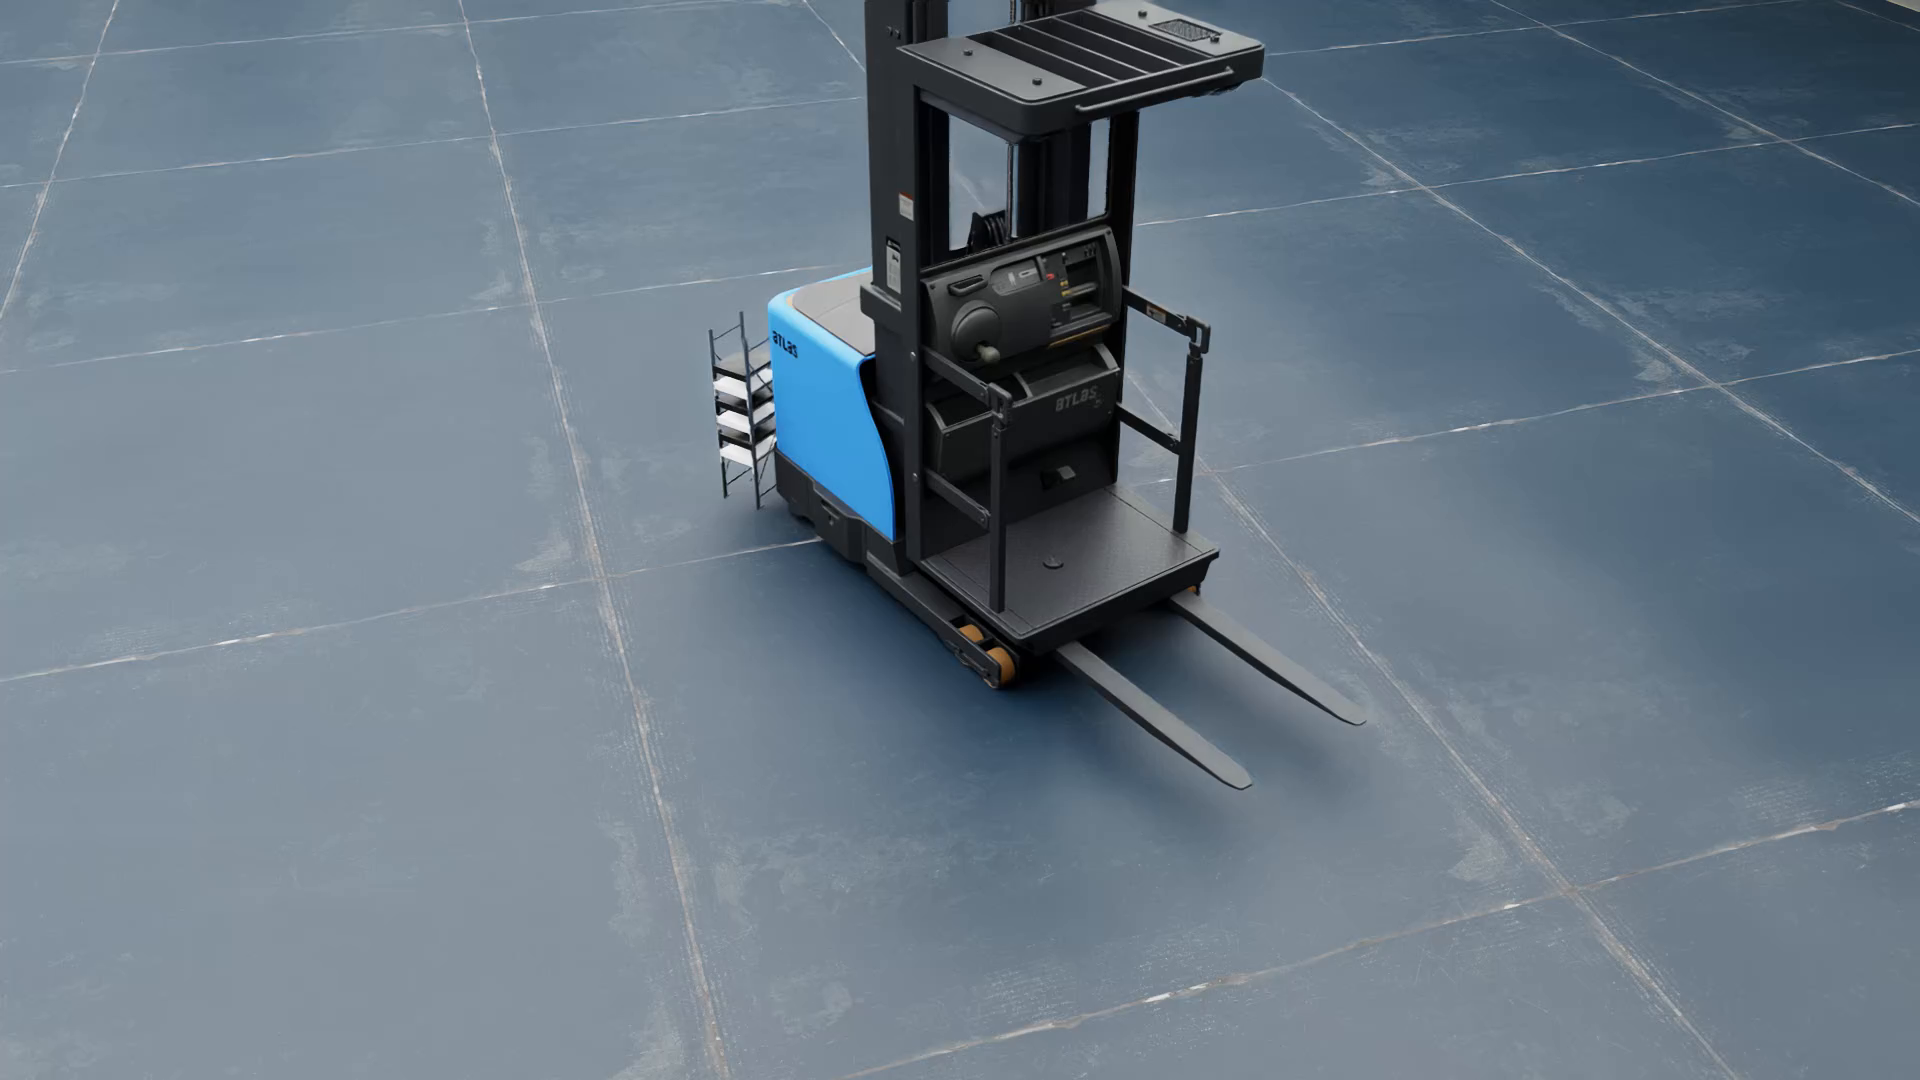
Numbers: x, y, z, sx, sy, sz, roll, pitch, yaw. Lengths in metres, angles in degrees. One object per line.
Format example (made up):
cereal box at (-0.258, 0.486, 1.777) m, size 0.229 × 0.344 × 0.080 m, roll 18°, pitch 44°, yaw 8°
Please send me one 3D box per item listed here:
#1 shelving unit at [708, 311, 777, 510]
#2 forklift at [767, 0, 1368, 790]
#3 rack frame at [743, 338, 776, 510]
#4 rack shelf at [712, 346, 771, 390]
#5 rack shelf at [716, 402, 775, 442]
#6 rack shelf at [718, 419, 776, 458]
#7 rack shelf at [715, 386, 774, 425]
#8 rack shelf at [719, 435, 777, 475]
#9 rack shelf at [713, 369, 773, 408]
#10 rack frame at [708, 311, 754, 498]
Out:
shelving unit at (-0.992, -0.605, 7.850) m, size 0.210 × 0.900 × 0.258 m, roll 20°, pitch 38°, yaw 27°
forklift at (0.391, -0.921, 6.485) m, size 1.130 × 2.935 × 3.031 m, roll -22°, pitch 39°, yaw -29°
rack frame at (-0.906, -0.575, 7.803) m, size 0.006 × 0.900 × 0.240 m, roll 20°, pitch 38°, yaw 27°
rack shelf at (-0.992, -0.803, 7.719) m, size 0.200 × 0.077 × 0.258 m, roll 20°, pitch 38°, yaw 27°
rack shelf at (-0.992, -0.577, 7.868) m, size 0.200 × 0.077 × 0.258 m, roll 20°, pitch 38°, yaw 27°
rack shelf at (-0.992, -0.502, 7.918) m, size 0.200 × 0.077 × 0.258 m, roll 20°, pitch 38°, yaw 27°
rack shelf at (-0.992, -0.653, 7.818) m, size 0.200 × 0.077 × 0.258 m, roll 20°, pitch 38°, yaw 27°
rack shelf at (-0.992, -0.427, 7.967) m, size 0.200 × 0.077 × 0.258 m, roll 20°, pitch 38°, yaw 27°
rack shelf at (-0.992, -0.728, 7.769) m, size 0.200 × 0.077 × 0.258 m, roll 20°, pitch 38°, yaw 27°
rack frame at (-1.077, -0.636, 7.896) m, size 0.006 × 0.900 × 0.240 m, roll 20°, pitch 38°, yaw 27°
